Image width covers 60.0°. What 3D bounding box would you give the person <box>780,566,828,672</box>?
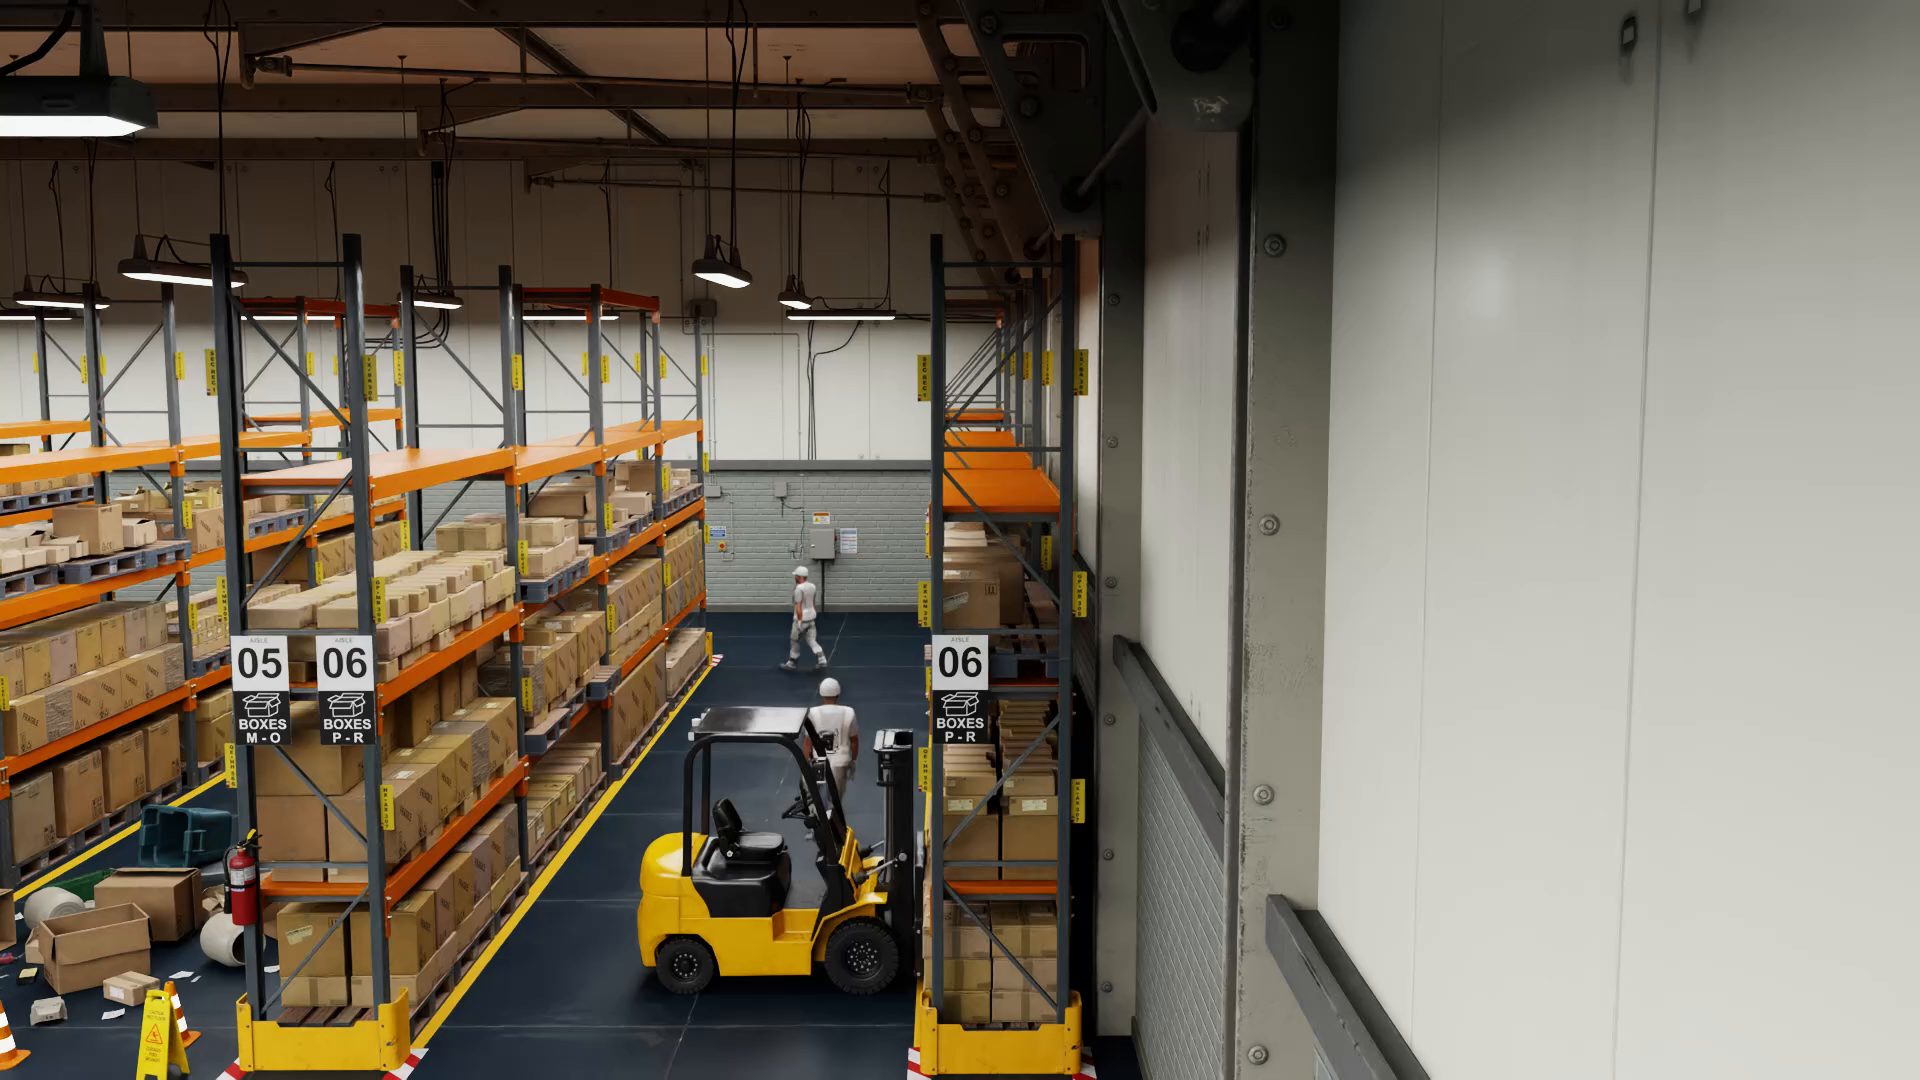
[{"bbox_3d":[-2.586,1.302,27.153,0.939,1.759,0.597,4,7,30],"label":"person"}]

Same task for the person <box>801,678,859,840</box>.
[{"bbox_3d":[-1.316,2.242,16.785,0.600,1.714,0.629,-1,6,-13],"label":"person"}]
